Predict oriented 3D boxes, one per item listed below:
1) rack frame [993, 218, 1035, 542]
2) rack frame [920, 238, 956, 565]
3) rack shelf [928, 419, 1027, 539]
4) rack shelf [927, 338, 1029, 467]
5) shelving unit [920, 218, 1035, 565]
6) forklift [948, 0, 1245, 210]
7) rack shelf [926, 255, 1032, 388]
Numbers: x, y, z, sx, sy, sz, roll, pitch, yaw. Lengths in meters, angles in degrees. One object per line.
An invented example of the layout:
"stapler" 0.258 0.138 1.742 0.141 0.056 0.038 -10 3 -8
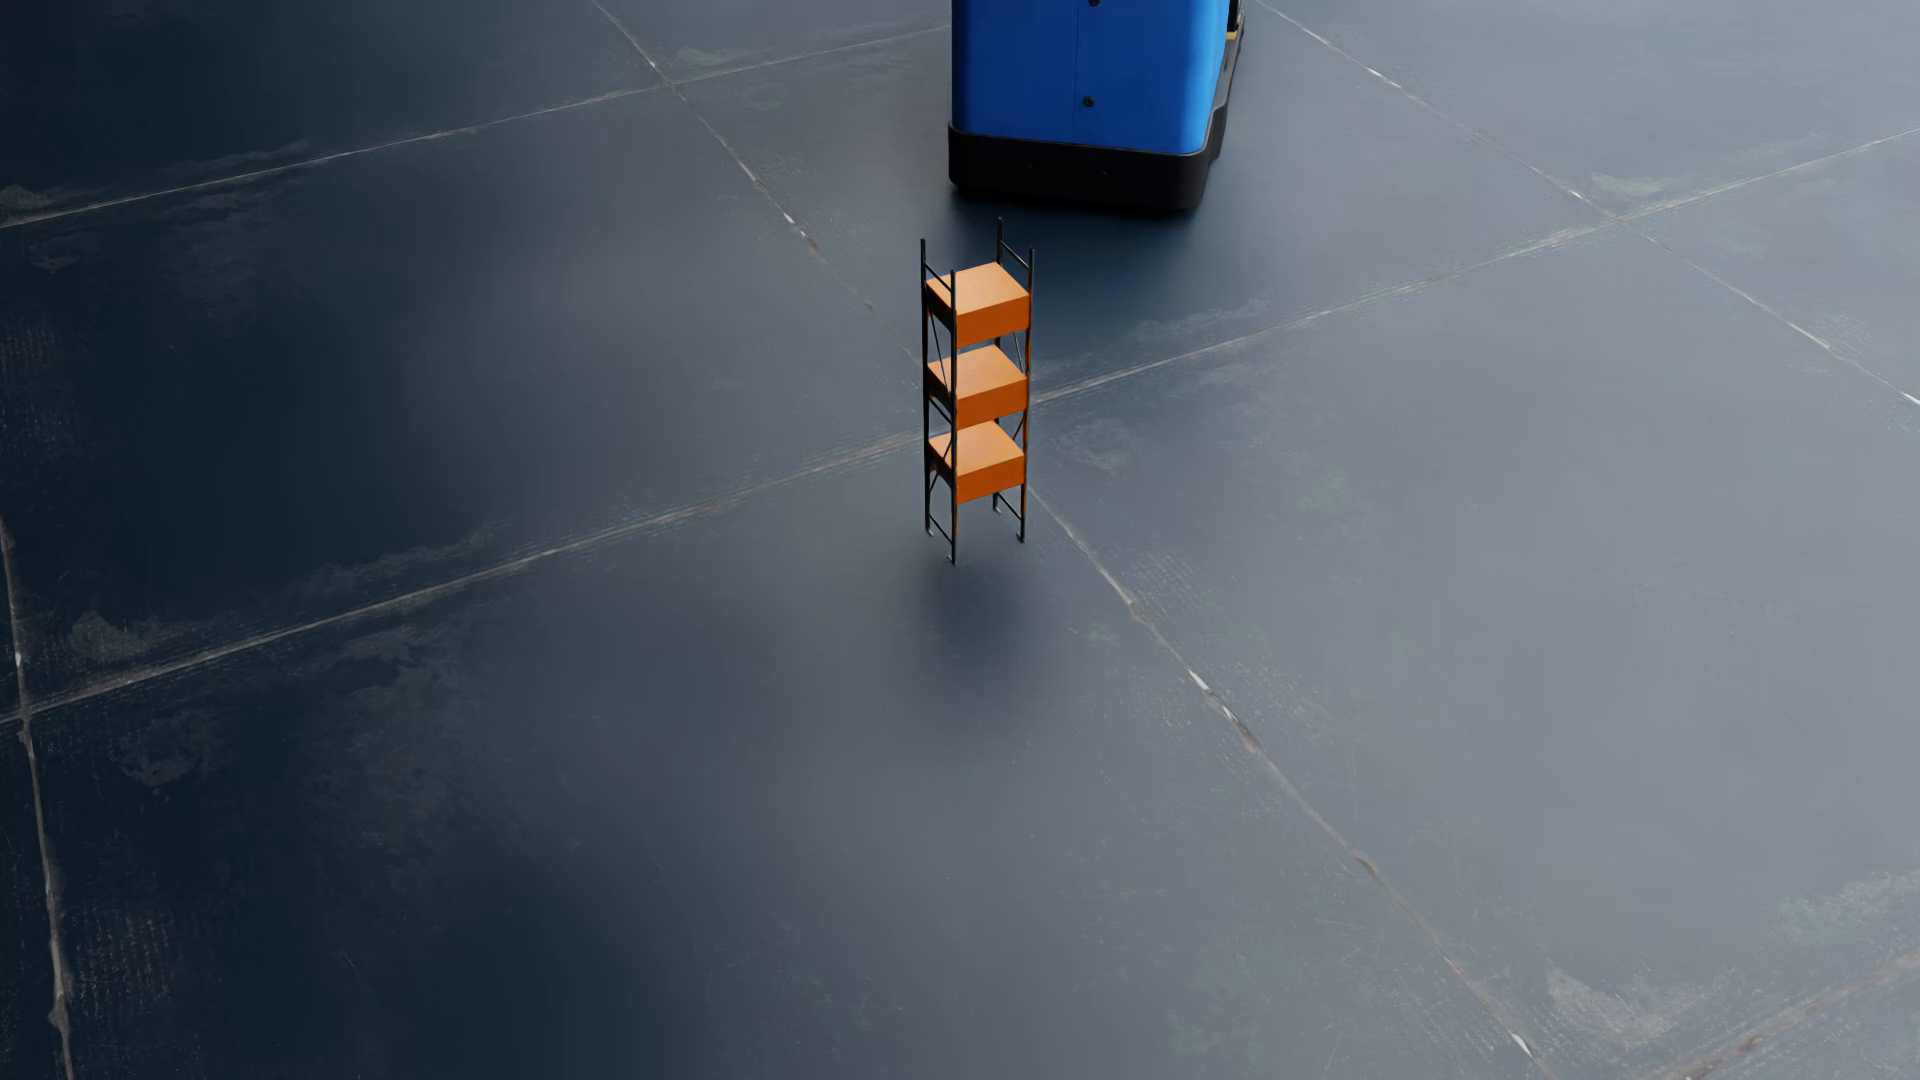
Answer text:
"rack frame" 0.156 -0.453 4.973 0.008 1.050 0.200 -19 44 -21
"rack frame" -0.061 -0.380 4.887 0.008 1.050 0.200 -19 44 -21
"rack shelf" 0.047 -0.196 5.116 0.240 0.259 0.215 -19 44 -21
"rack shelf" 0.047 -0.409 4.937 0.240 0.259 0.215 -19 44 -21
"shelving unit" 0.047 -0.417 4.930 0.252 1.050 0.215 -19 44 -21
"forklift" 0.765 -3.412 7.012 1.130 2.935 3.031 8 41 9
"rack shelf" 0.047 -0.625 4.753 0.240 0.259 0.215 -19 44 -21
